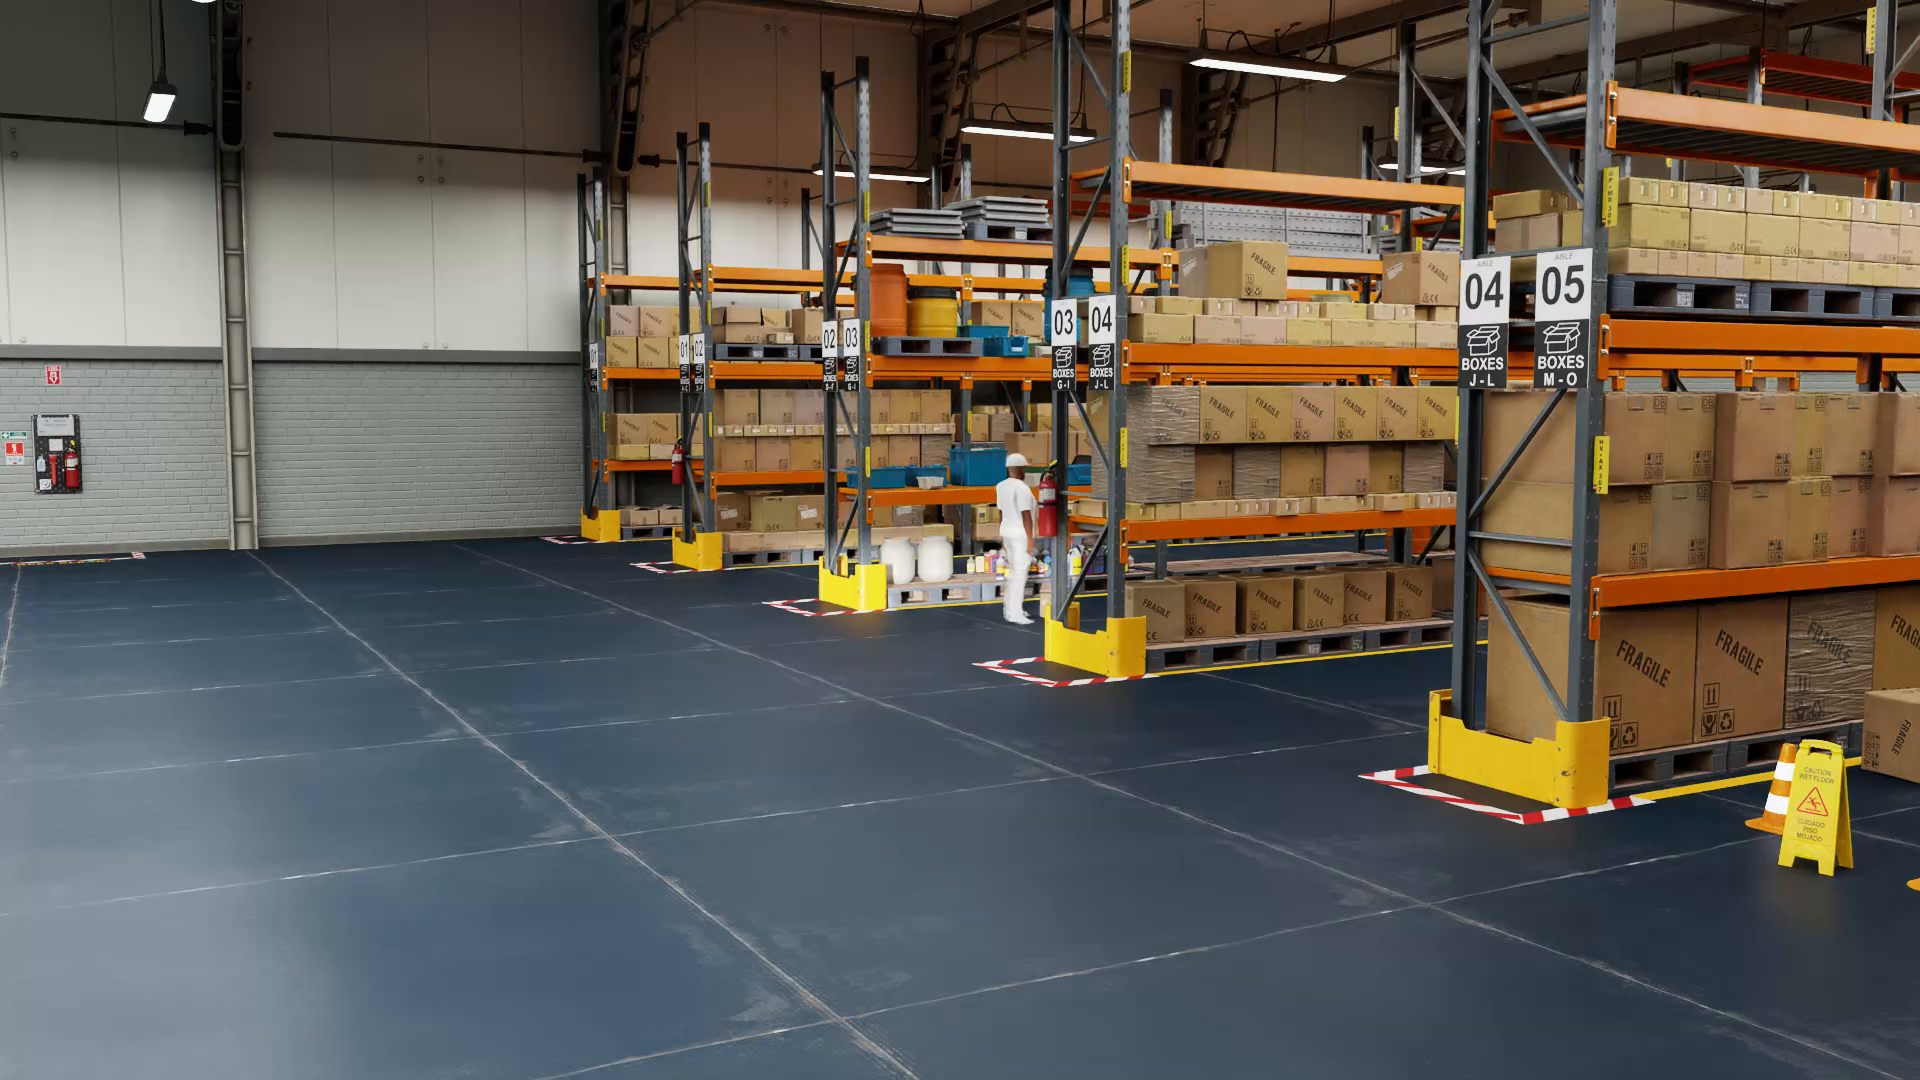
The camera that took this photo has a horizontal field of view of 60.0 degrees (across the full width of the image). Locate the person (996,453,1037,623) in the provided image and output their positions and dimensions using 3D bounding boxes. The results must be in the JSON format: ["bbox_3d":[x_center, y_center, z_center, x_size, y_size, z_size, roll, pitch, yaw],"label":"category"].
[{"bbox_3d":[0.606,-0.018,17.520,0.424,1.787,0.567,-3,6,-28],"label":"person"}]
